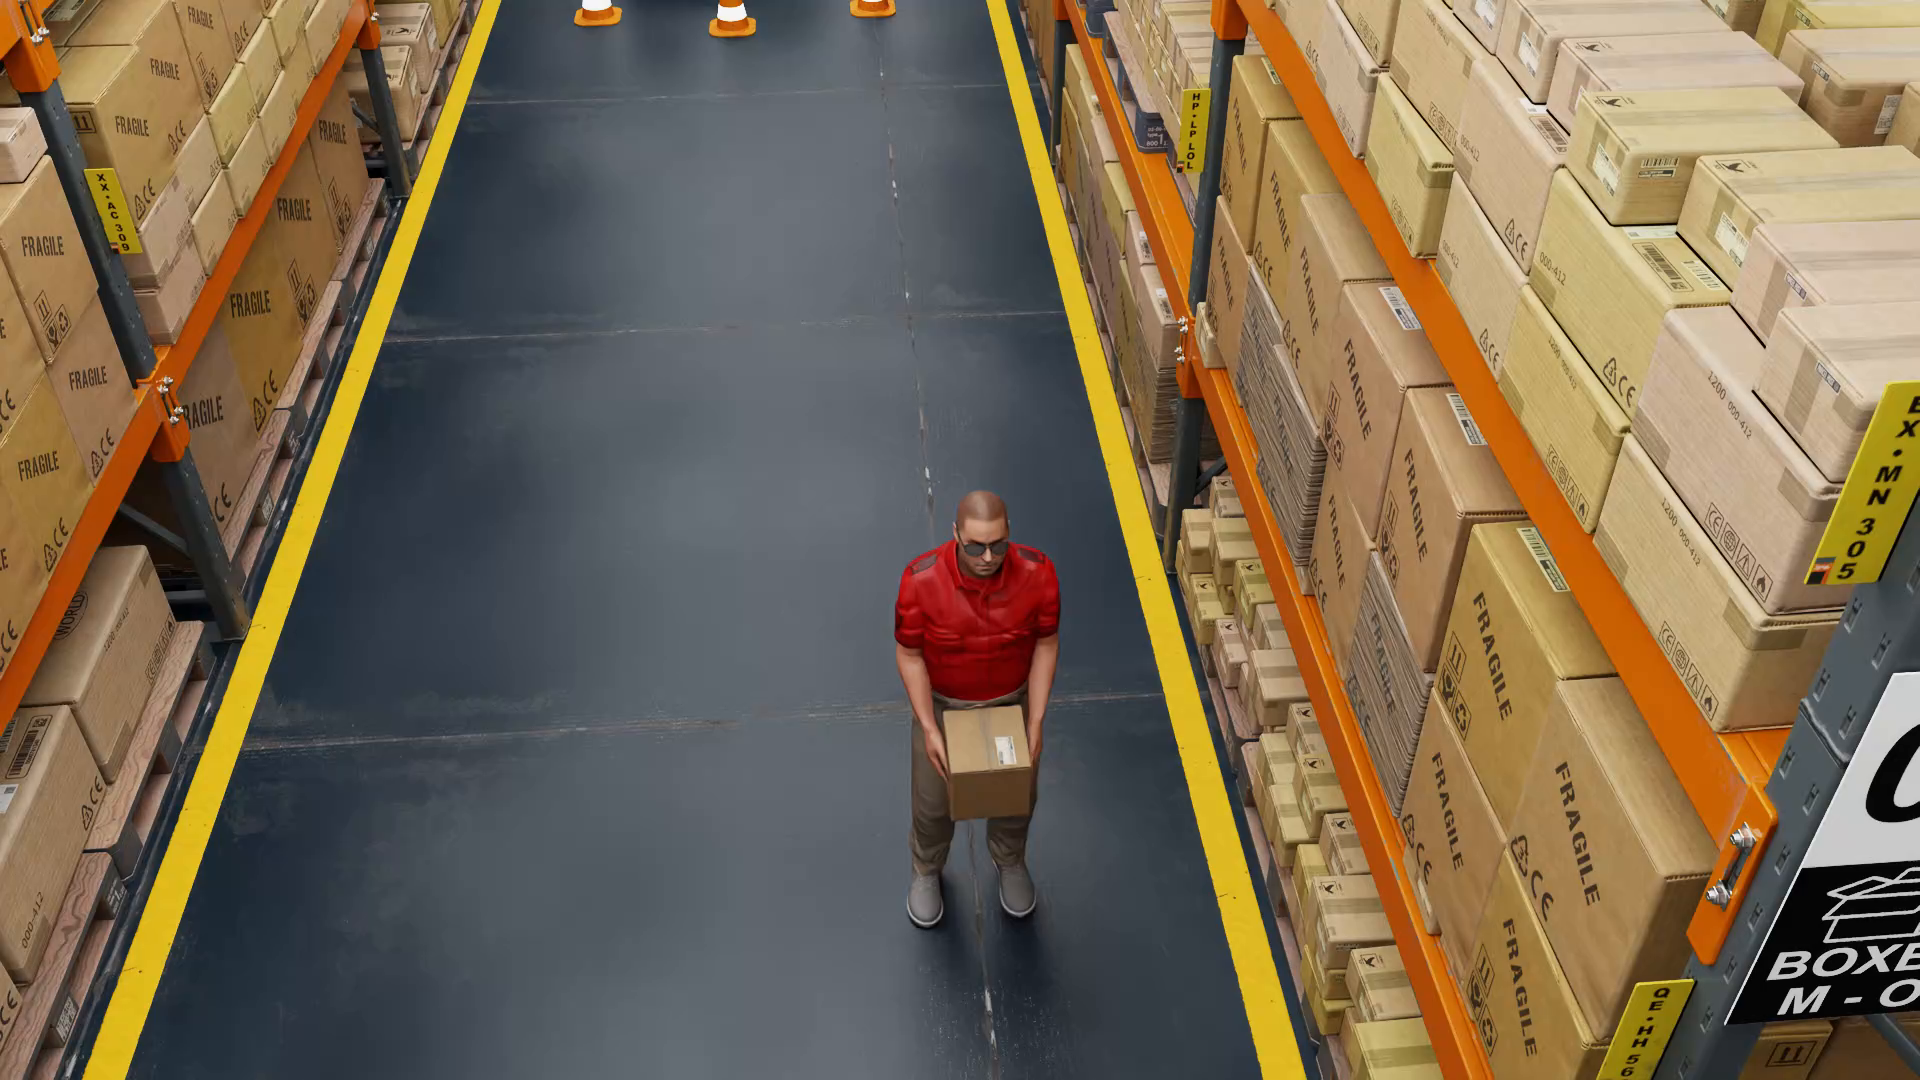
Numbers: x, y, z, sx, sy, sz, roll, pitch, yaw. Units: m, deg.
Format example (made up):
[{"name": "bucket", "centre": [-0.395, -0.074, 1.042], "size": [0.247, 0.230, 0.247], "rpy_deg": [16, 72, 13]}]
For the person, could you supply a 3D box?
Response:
[{"name": "person", "centre": [0.063, 0.585, 5.433], "size": [0.532, 1.733, 0.470], "rpy_deg": [-4, 39, -5]}]
